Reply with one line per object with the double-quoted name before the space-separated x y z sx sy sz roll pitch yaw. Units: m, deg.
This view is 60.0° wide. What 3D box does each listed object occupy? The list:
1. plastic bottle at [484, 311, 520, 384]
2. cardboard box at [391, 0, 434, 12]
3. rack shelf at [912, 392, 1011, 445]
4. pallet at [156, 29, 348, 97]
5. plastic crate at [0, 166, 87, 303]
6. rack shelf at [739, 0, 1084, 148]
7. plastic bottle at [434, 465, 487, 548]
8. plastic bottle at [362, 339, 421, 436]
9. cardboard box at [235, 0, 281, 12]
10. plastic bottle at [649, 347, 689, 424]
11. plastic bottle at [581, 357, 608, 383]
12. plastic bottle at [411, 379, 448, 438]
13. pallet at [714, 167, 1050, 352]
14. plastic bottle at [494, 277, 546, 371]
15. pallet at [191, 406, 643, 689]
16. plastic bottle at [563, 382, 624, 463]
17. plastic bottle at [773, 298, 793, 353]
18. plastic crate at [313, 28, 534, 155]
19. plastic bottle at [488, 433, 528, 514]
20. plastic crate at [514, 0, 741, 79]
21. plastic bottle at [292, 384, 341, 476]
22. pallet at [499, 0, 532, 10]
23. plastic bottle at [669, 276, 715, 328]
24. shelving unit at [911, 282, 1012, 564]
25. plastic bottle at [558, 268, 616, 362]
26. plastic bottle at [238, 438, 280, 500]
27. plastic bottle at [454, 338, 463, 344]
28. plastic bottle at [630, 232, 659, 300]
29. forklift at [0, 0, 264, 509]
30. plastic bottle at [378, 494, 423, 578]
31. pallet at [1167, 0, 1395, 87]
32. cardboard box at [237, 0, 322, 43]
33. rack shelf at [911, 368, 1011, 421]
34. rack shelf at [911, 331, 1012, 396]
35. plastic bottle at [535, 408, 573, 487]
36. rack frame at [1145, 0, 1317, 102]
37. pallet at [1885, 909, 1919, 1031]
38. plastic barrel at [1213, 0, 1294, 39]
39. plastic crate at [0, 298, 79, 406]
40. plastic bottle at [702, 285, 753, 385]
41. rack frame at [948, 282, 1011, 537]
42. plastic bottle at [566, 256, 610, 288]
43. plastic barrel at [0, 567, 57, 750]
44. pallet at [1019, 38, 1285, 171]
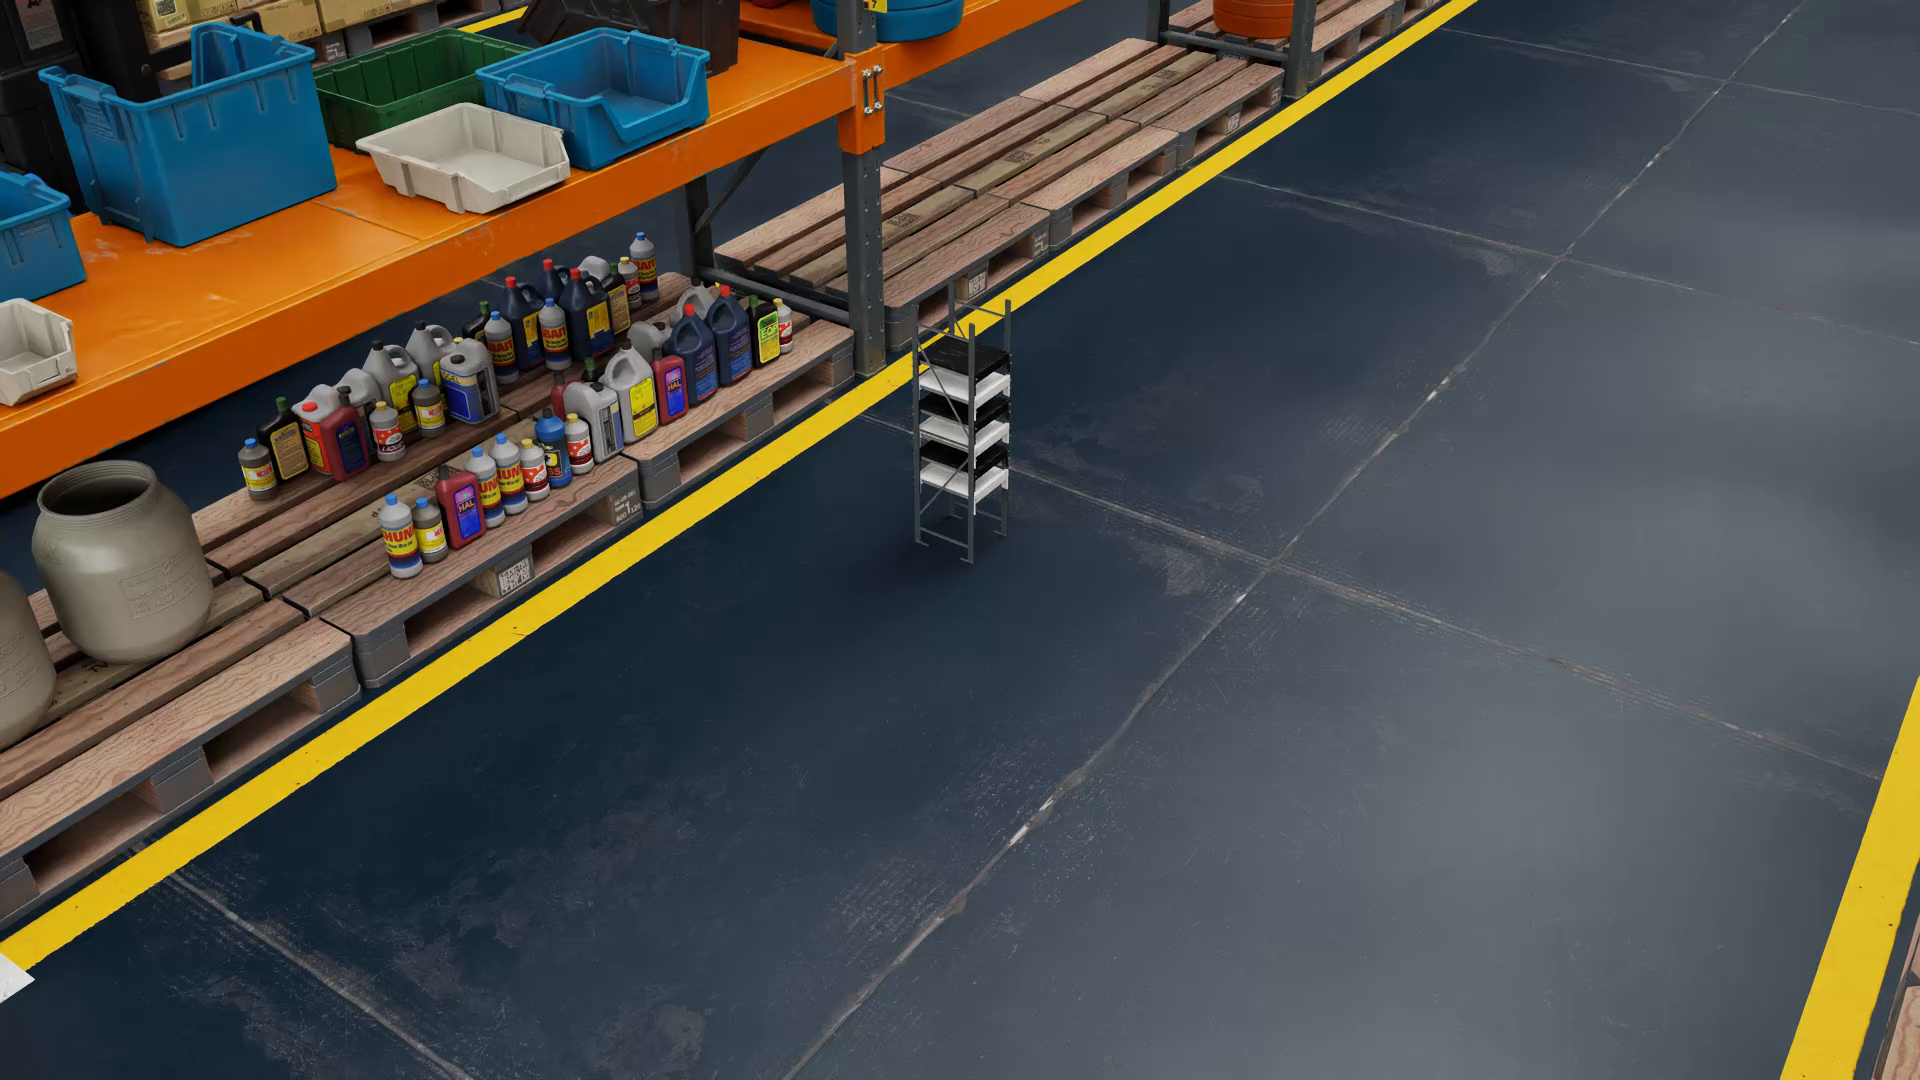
"plastic bottle" -1.707 -0.722 6.182 0.097 0.271 0.097 0 34 0
"cardboard box" -3.503 -3.508 10.340 0.500 0.250 0.500 22 40 29
"rack shelf" 0.005 -0.423 5.472 0.258 0.077 0.200 21 39 28
"pallet" -4.425 -2.855 9.784 1.003 0.211 1.213 21 39 28
"plastic crate" -2.612 -0.796 4.381 0.499 0.251 0.408 21 39 28
"rack shelf" 0.395 -2.697 7.703 1.077 0.370 4.000 21 39 28
"plastic bottle" -1.592 -0.124 5.288 0.061 0.283 0.133 22 40 29
"plastic bottle" -2.003 -0.553 5.862 0.144 0.351 0.185 23 40 30
"cardboard box" -4.083 -3.265 9.480 0.500 0.311 0.500 21 39 28
"plastic bottle" -1.044 -0.567 5.943 0.061 0.283 0.133 24 41 31
"plastic bottle" -1.268 -0.528 5.885 0.061 0.283 0.133 21 39 28
"plastic bottle" -1.879 -0.473 5.877 0.097 0.201 0.097 0 34 0
"pallet" -0.330 -1.294 7.475 1.003 0.211 1.213 21 39 28
"plastic bottle" -1.654 -0.834 6.278 0.144 0.351 0.185 20 39 26
"pallet" -1.858 -0.060 5.651 1.003 0.211 1.213 21 39 28
"plastic bottle" -1.265 -0.430 5.747 0.152 0.276 0.135 22 40 29
"plastic bottle" -0.696 -0.832 6.407 0.097 0.201 0.097 0 34 0
"plastic crate" -1.751 -1.453 5.410 0.450 0.188 0.662 21 39 28
"plastic bottle" -1.484 -0.225 5.448 0.097 0.271 0.097 0 34 0
"plastic crate" -1.148 -1.849 5.862 0.767 0.338 0.504 21 39 28
"plastic bottle" -2.173 -0.381 5.674 0.152 0.276 0.135 22 40 29
"pallet" -3.033 -3.978 11.444 1.003 0.211 1.213 21 39 28
"plastic bottle" -0.994 -0.818 6.253 0.144 0.351 0.185 21 39 28
"shelving unit" 0.005 -0.376 5.503 0.258 0.900 0.210 21 39 28
"plastic bottle" -1.428 -0.875 6.338 0.144 0.351 0.185 21 39 28
"plastic bottle" -2.339 -0.242 5.536 0.097 0.201 0.097 0 34 0
"plastic bottle" -1.835 -0.650 6.138 0.097 0.201 0.097 0 34 0
"plastic bottle" -1.287 -1.120 6.772 0.097 0.271 0.097 0 34 0
"forklift" -3.246 -2.057 6.176 1.130 2.935 3.031 17 38 23
"plastic bottle" -1.736 -0.021 5.146 0.097 0.271 0.097 0 34 0
"pallet" 1.951 -3.137 10.200 1.003 0.211 1.213 21 39 28
"cardboard box" -4.087 -3.035 9.640 0.500 0.250 0.500 22 40 29
"rack shelf" 0.005 -0.498 5.421 0.258 0.077 0.200 21 39 28
"rack shelf" 0.005 -0.573 5.371 0.258 0.077 0.200 21 39 28
"plastic bottle" -1.368 -0.318 5.586 0.097 0.271 0.097 0 34 0
"rack frame" 1.535 -3.916 8.863 1.000 3.000 0.127 21 39 28
"pallet" 2.970 0.982 4.109 1.003 0.211 1.213 21 39 28
"plastic barrel" 1.800 -3.421 9.694 0.600 0.830 0.708 21 39 28
"plastic crate" -2.252 -0.434 3.950 0.298 0.136 0.250 21 39 28
"plastic bottle" -0.876 -0.772 6.185 0.144 0.351 0.185 20 39 27
"rack frame" 0.063 -0.423 5.573 0.240 0.900 0.006 21 39 28
"plastic bottle" -1.449 -0.965 6.538 0.152 0.276 0.135 23 40 30
"plastic barrel" -2.714 0.295 4.482 0.421 0.512 0.421 0 34 0
"pallet" 1.062 -2.417 9.135 1.003 0.211 1.213 21 39 28
